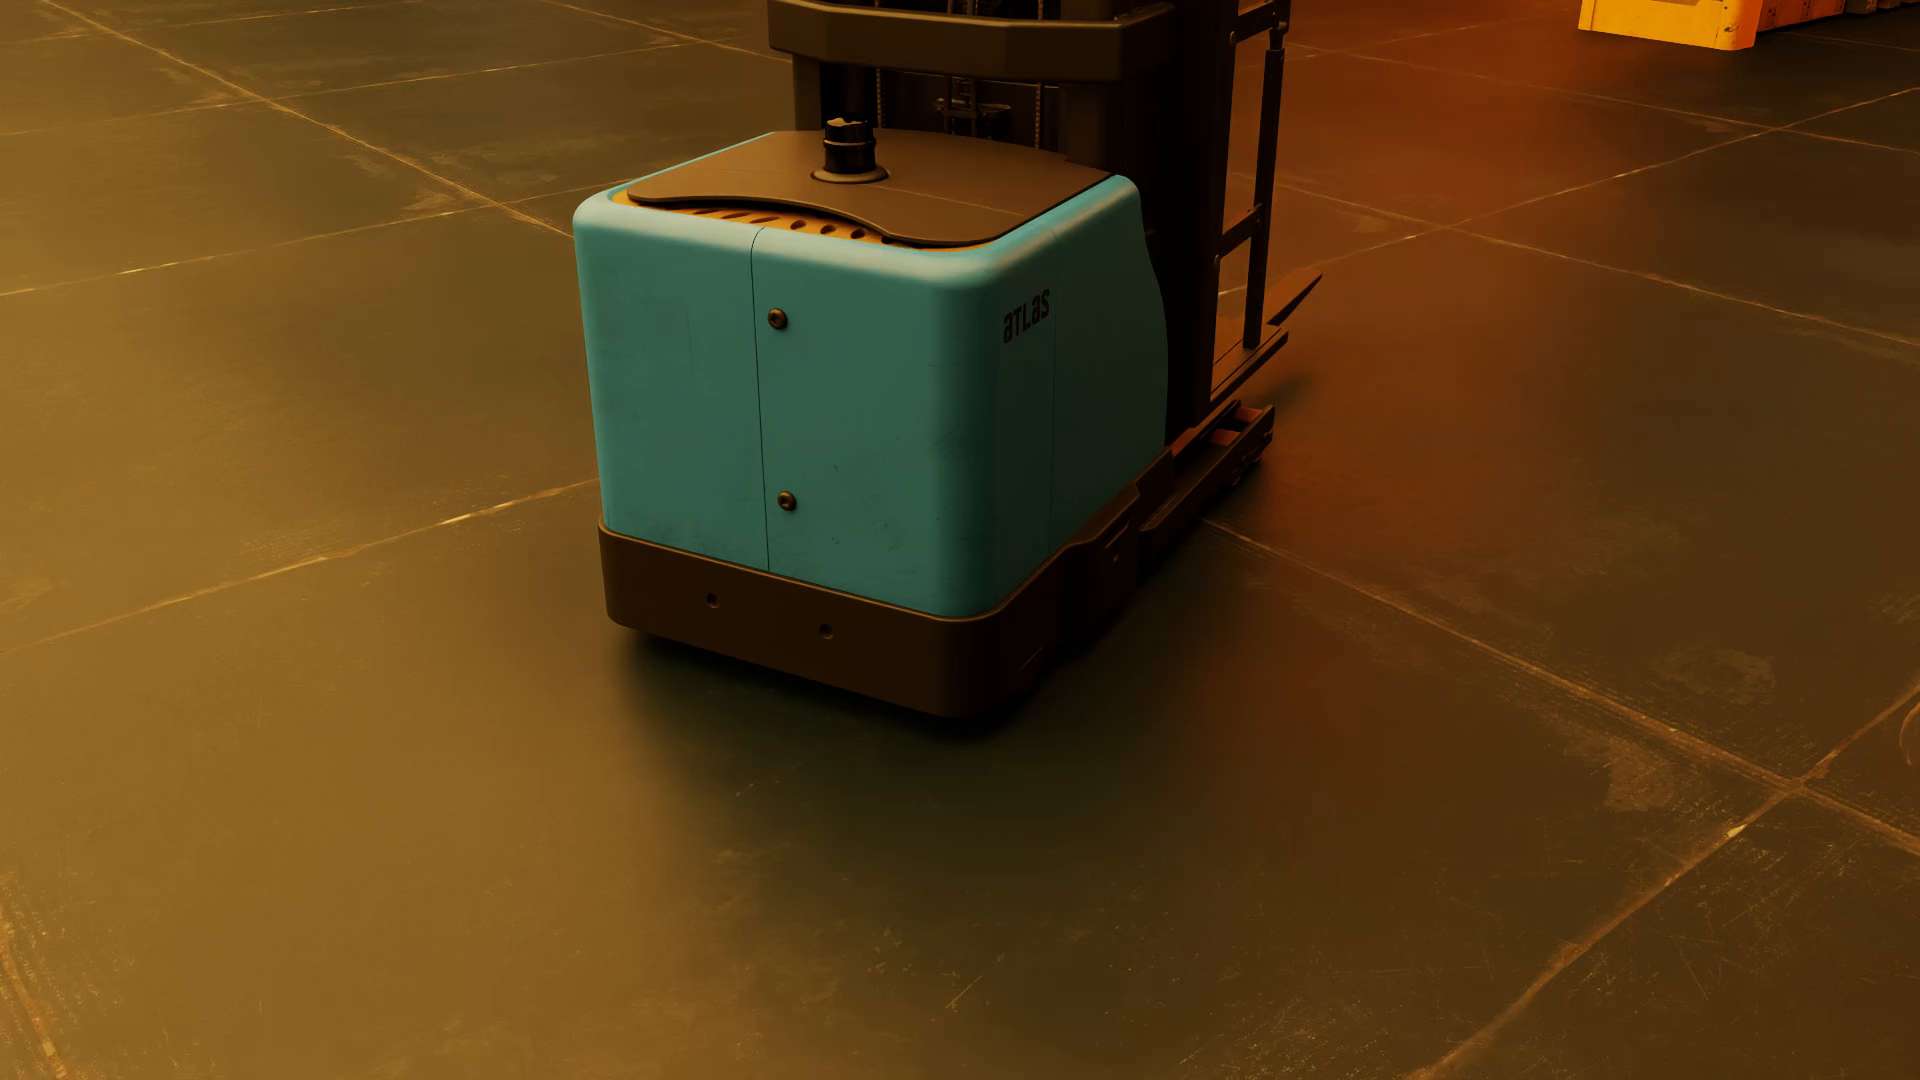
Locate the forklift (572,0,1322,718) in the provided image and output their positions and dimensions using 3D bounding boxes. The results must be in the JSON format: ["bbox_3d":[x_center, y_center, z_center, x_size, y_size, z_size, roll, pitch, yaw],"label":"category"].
[{"bbox_3d":[0.285,-1.552,4.331,1.130,2.935,3.031,13,29,25],"label":"forklift"}]
